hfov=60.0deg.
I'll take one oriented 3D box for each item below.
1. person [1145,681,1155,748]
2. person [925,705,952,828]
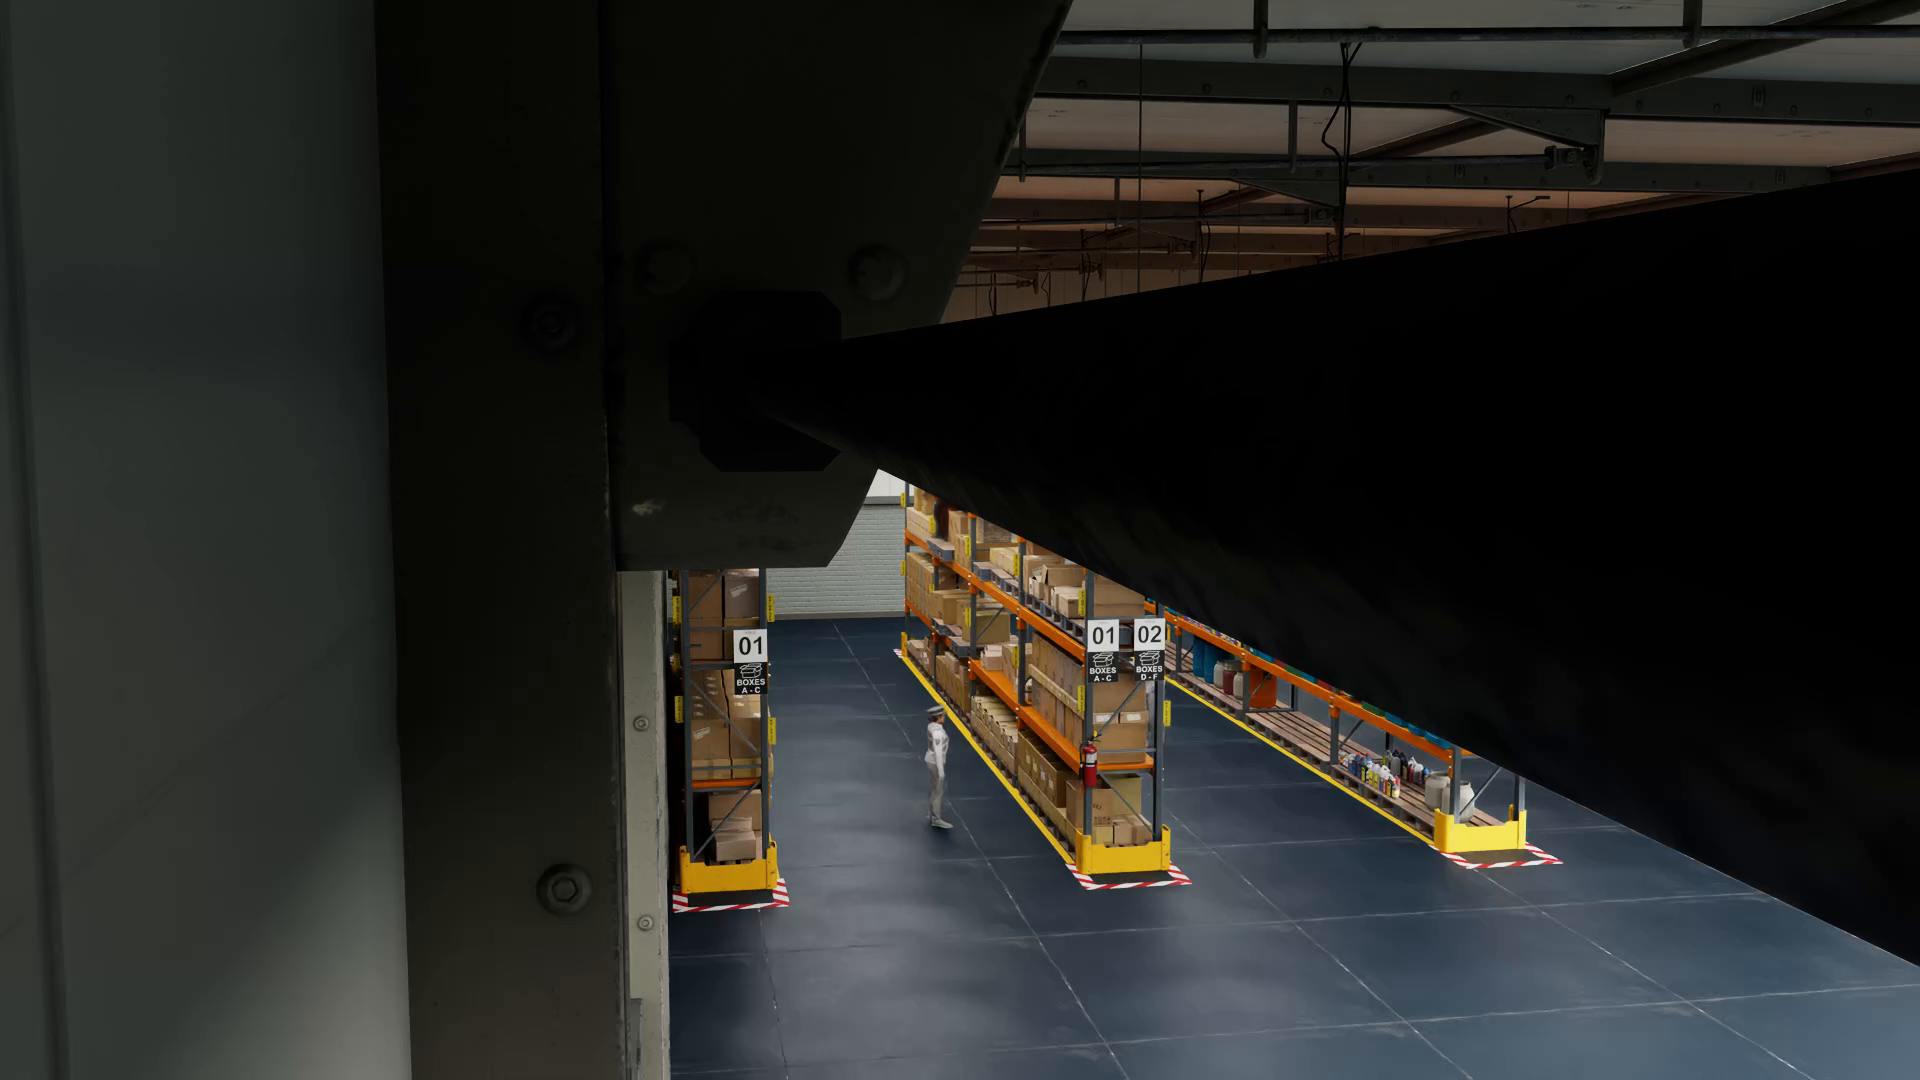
[{"bbox_3d":[3.174,2.629,27.790,0.351,1.721,0.581,-2,6,-19],"label":"person"},{"bbox_3d":[-0.306,3.151,23.004,0.352,1.755,0.561,-1,6,-8],"label":"person"}]
